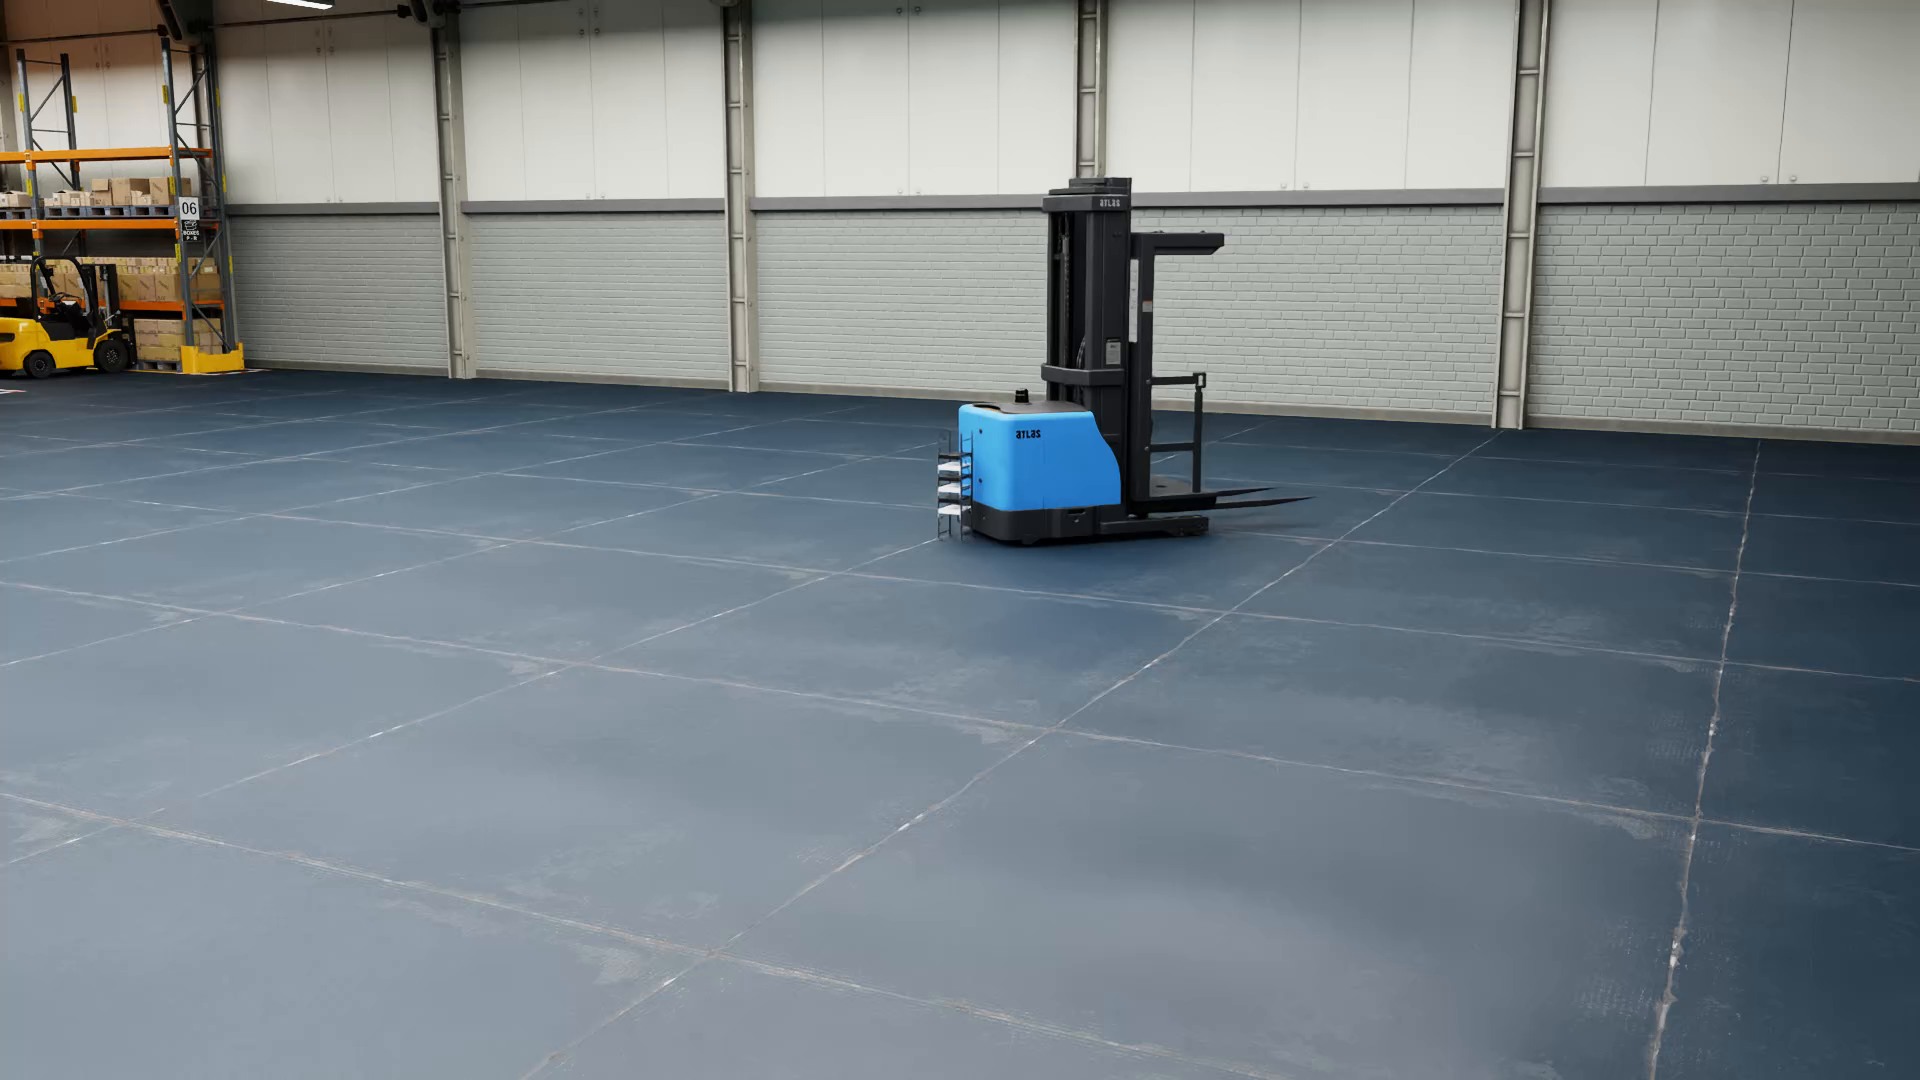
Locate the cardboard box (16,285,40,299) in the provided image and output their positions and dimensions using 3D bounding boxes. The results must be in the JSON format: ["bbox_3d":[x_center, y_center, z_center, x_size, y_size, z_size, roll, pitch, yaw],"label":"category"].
[{"bbox_3d":[-18.212,-4.895,32.775,0.500,0.250,0.500,5,12,27],"label":"cardboard box"}]

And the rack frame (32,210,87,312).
[{"bbox_3d":[-17.644,-4.971,32.773,0.127,3.000,1.000,5,11,26],"label":"rack frame"}]

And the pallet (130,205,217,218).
[{"bbox_3d":[-14.679,-6.148,31.102,1.213,0.211,1.003,5,11,26],"label":"pallet"}]

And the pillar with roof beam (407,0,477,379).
[{"bbox_3d":[-10.806,-6.646,25.184,0.548,9.000,9.100,5,11,26],"label":"pillar with roof beam"}]

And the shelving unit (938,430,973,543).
[{"bbox_3d":[-0.037,-0.441,13.641,0.210,0.900,0.258,5,11,24],"label":"shelving unit"}]

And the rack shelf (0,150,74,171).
[{"bbox_3d":[-19.437,-7.530,33.209,4.000,0.370,1.077,5,11,26],"label":"rack shelf"}]

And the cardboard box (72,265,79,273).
[{"bbox_3d":[-16.807,-5.204,31.962,0.250,0.149,0.380,5,12,27],"label":"cardboard box"}]

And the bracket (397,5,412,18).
[{"bbox_3d":[-9.431,-9.081,28.530,0.430,0.232,0.235,5,11,26],"label":"bracket"}]

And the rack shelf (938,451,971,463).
[{"bbox_3d":[-0.038,-0.674,13.599,0.200,0.077,0.258,5,11,24],"label":"rack shelf"}]

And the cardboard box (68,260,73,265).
[{"bbox_3d":[-16.982,-5.388,32.142,0.250,0.149,0.380,5,11,25],"label":"cardboard box"}]

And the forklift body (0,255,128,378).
[{"bbox_3d":[-16.564,-4.096,30.322,1.214,2.155,2.313,5,11,26],"label":"forklift body"}]

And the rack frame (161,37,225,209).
[{"bbox_3d":[-14.057,-7.608,30.497,0.127,3.000,1.000,5,11,26],"label":"rack frame"}]

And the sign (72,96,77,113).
[{"bbox_3d":[-17.376,-8.547,32.620,0.005,0.325,0.100,5,11,26],"label":"sign"}]

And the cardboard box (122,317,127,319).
[{"bbox_3d":[-15.976,-4.106,31.730,0.500,0.250,0.500,5,11,25],"label":"cardboard box"}]

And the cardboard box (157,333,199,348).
[{"bbox_3d":[-14.632,-3.744,31.130,0.500,0.250,0.500,5,11,25],"label":"cardboard box"}]

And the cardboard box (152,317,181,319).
[{"bbox_3d":[-15.297,-4.149,31.967,0.500,0.250,0.500,5,11,25],"label":"cardboard box"}]

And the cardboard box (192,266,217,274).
[{"bbox_3d":[-14.246,-5.092,31.341,0.250,0.149,0.380,5,11,24],"label":"cardboard box"}]

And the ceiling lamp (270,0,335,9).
[{"bbox_3d":[-9.680,-9.331,23.629,0.800,3.185,2.000,5,11,26],"label":"ceiling lamp"}]

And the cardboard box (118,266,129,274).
[{"bbox_3d":[-15.653,-5.104,31.405,0.250,0.149,0.380,5,11,26],"label":"cardboard box"}]

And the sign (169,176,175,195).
[{"bbox_3d":[-14.309,-6.443,30.219,0.005,0.325,0.100,5,11,26],"label":"sign"}]

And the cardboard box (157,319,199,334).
[{"bbox_3d":[-14.608,-3.988,31.075,0.500,0.250,0.500,5,12,28],"label":"cardboard box"}]

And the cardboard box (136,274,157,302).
[{"bbox_3d":[-15.075,-4.744,31.239,0.500,0.500,0.500,5,12,28],"label":"cardboard box"}]

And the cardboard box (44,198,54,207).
[{"bbox_3d":[-17.376,-6.495,32.018,0.250,0.149,0.380,5,12,27],"label":"cardboard box"}]

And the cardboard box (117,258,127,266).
[{"bbox_3d":[-15.660,-5.249,31.375,0.250,0.149,0.380,5,12,27],"label":"cardboard box"}]

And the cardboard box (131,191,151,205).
[{"bbox_3d":[-15.162,-6.358,30.933,0.258,0.266,0.396,5,11,26],"label":"cardboard box"}]

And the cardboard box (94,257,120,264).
[{"bbox_3d":[-16.299,-5.324,31.788,0.250,0.149,0.380,5,11,26],"label":"cardboard box"}]

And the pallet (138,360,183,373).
[{"bbox_3d":[-14.761,-3.337,31.575,1.213,0.211,1.003,5,11,26],"label":"pallet"}]

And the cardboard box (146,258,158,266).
[{"bbox_3d":[-14.953,-5.196,31.078,0.250,0.149,0.380,5,12,27],"label":"cardboard box"}]

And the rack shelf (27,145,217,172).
[{"bbox_3d":[-15.850,-7.214,31.467,4.000,0.370,1.077,5,11,26],"label":"rack shelf"}]

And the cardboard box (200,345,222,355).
[{"bbox_3d":[-14.411,-3.579,31.625,0.500,0.250,0.500,5,11,26],"label":"cardboard box"}]

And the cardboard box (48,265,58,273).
[{"bbox_3d":[-17.474,-5.272,32.335,0.250,0.149,0.380,5,11,25],"label":"cardboard box"}]

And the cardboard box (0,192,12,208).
[{"bbox_3d":[-19.089,-6.737,32.901,0.500,0.311,0.500,5,11,24],"label":"cardboard box"}]

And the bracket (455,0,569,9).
[{"bbox_3d":[-6.361,-8.811,27.039,4.783,0.066,0.076,5,11,26],"label":"bracket"}]

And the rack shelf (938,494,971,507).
[{"bbox_3d":[-0.037,-0.320,13.663,0.200,0.077,0.258,5,11,24],"label":"rack shelf"}]

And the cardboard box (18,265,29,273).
[{"bbox_3d":[-18.288,-5.348,32.755,0.250,0.149,0.380,5,11,25],"label":"cardboard box"}]

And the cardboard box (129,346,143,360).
[{"bbox_3d":[-15.504,-3.577,31.615,0.500,0.250,0.500,5,11,26],"label":"cardboard box"}]

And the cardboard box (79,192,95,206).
[{"bbox_3d":[-16.447,-6.471,31.557,0.258,0.266,0.396,5,11,24],"label":"cardboard box"}]

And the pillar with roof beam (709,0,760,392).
[{"bbox_3d":[-5.426,-6.173,22.572,0.548,9.000,9.100,5,11,26],"label":"pillar with roof beam"}]

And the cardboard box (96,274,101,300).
[{"bbox_3d":[-16.432,-4.865,31.908,0.500,0.500,0.500,5,11,25],"label":"cardboard box"}]

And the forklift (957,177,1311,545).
[{"bbox_3d":[1.545,-1.548,14.056,3.031,2.935,1.130,-4,11,-22],"label":"forklift"}]

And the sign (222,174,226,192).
[{"bbox_3d":[-13.806,-6.689,31.166,0.005,0.325,0.100,5,11,26],"label":"sign"}]

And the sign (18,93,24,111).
[{"bbox_3d":[-17.873,-8.334,31.664,0.005,0.325,0.100,5,11,26],"label":"sign"}]

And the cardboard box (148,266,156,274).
[{"bbox_3d":[-14.940,-5.052,31.120,0.250,0.149,0.380,5,12,27],"label":"cardboard box"}]
